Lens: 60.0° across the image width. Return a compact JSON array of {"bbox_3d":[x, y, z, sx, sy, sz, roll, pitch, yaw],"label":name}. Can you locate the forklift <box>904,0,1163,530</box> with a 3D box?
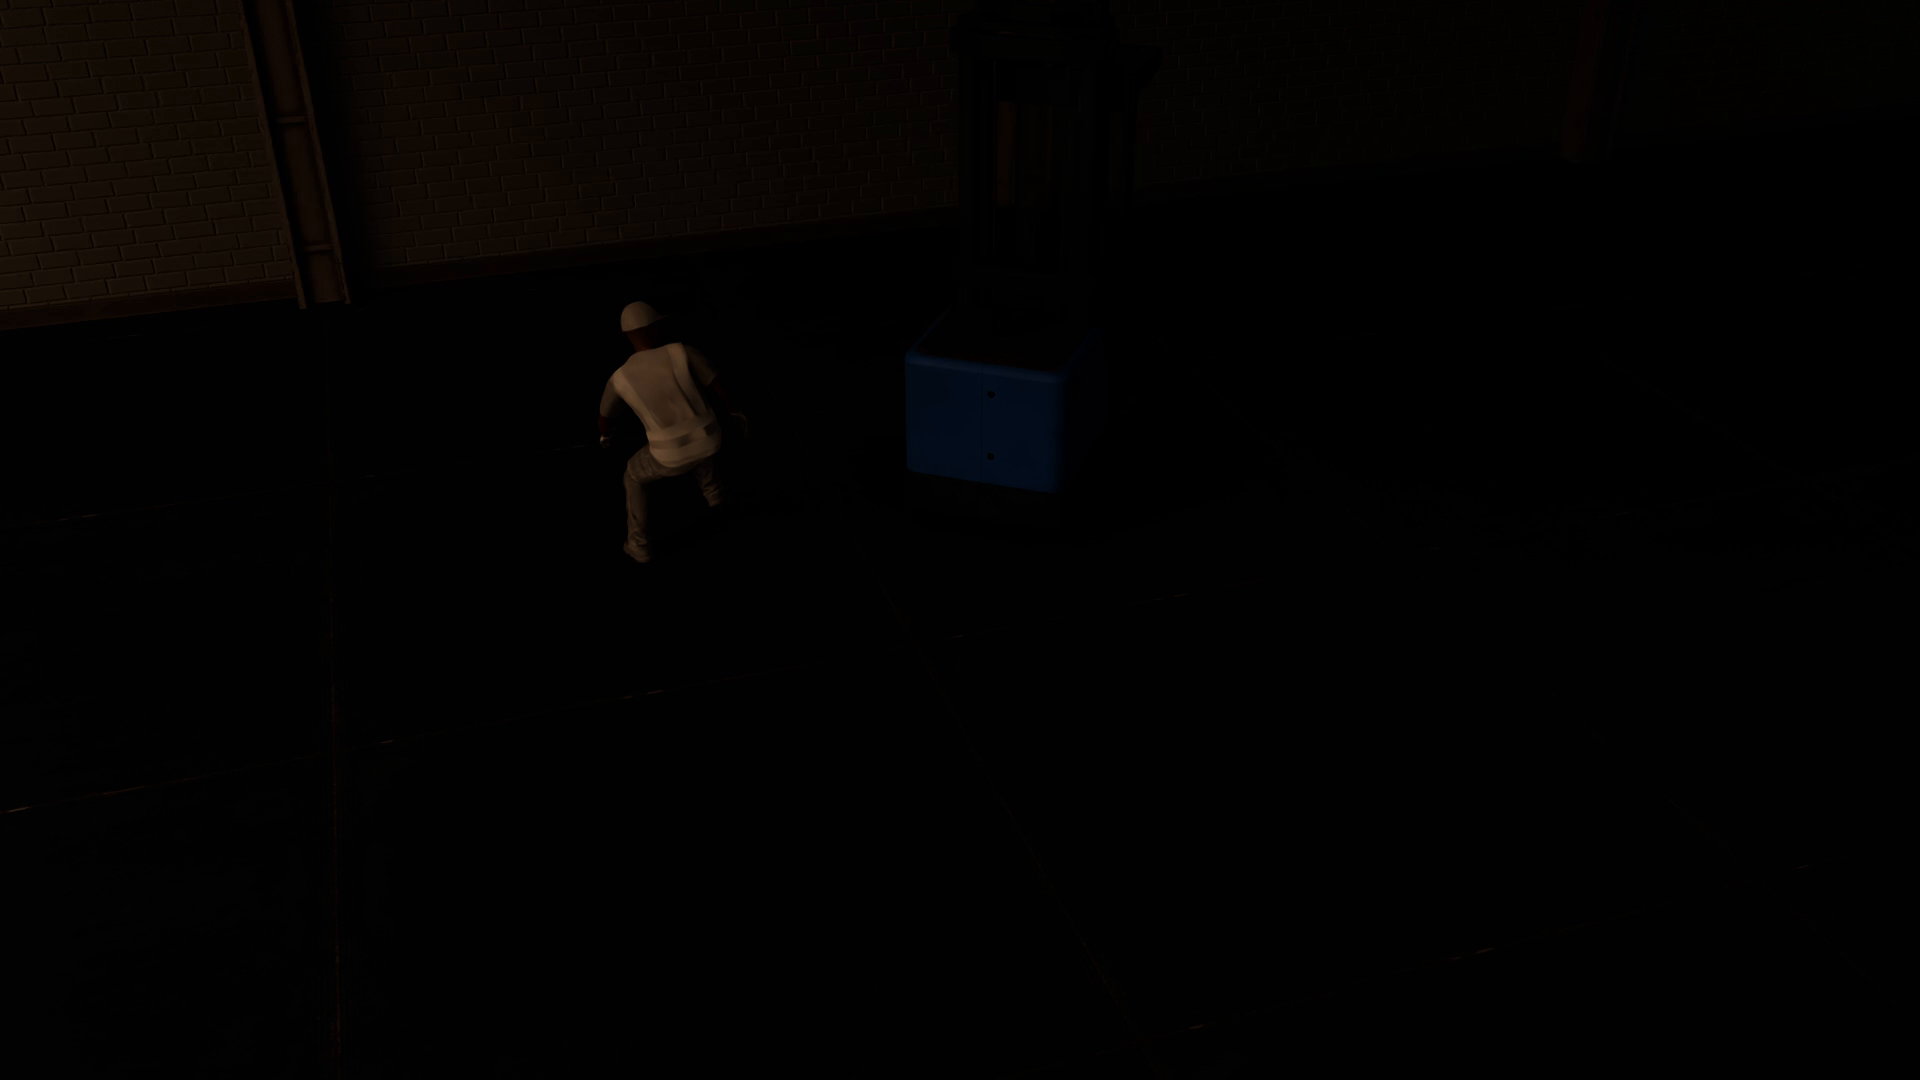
[{"bbox_3d":[0.612,-2.054,10.657,1.130,2.935,3.031,10,31,16],"label":"forklift"}]

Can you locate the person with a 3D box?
[{"bbox_3d":[-1.678,-0.666,9.705,0.832,1.533,0.707,-12,32,-20],"label":"person"}]
